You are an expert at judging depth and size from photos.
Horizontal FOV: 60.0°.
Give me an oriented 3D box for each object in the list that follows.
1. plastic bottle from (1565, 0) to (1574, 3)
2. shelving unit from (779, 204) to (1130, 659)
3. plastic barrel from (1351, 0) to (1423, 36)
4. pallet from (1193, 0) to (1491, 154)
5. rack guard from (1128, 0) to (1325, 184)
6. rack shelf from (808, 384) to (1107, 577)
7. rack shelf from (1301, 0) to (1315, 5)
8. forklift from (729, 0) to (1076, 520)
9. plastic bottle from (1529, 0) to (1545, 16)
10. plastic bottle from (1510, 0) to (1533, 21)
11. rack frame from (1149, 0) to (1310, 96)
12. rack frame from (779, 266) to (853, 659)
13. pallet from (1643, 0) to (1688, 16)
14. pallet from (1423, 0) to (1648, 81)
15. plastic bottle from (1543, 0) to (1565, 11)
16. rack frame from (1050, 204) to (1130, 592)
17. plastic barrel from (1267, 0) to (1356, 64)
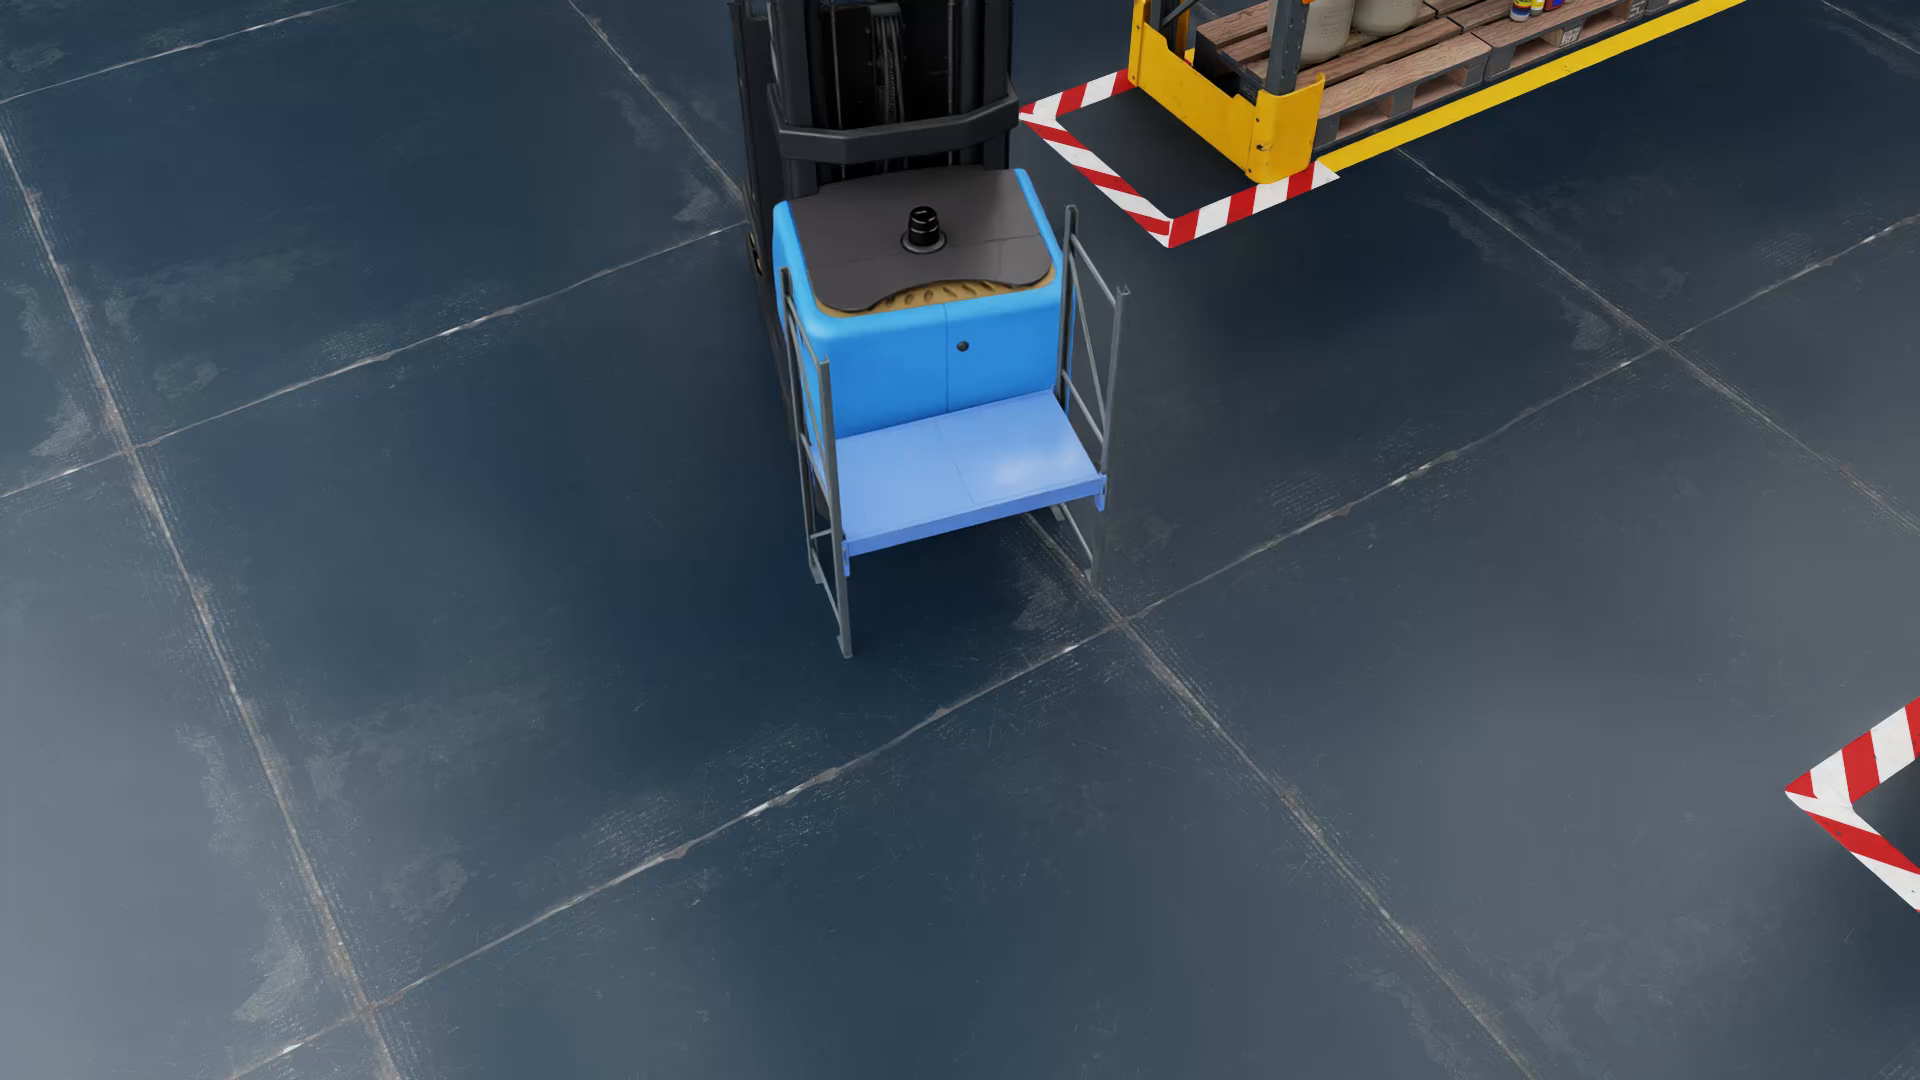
[{"bbox_3d":[3.279,-3.026,8.914,0.097,0.271,0.097,0,48,0],"label":"plastic bottle"},{"bbox_3d":[-0.022,-0.351,6.004,1.048,1.500,0.538,-14,50,-13],"label":"shelving unit"},{"bbox_3d":[2.230,-2.948,8.697,0.421,0.512,0.421,0,48,0],"label":"plastic barrel"},{"bbox_3d":[2.019,-2.578,8.850,1.213,0.211,1.003,-25,53,-21],"label":"pallet"},{"bbox_3d":[1.329,-2.354,8.457,0.348,0.500,1.175,-25,53,-21],"label":"rack guard"},{"bbox_3d":[-0.022,-0.232,6.138,1.000,0.185,0.538,-14,50,-13],"label":"rack shelf"},{"bbox_3d":[2.981,-3.683,8.448,4.000,0.370,1.077,-25,53,-21],"label":"rack shelf"},{"bbox_3d":[-0.389,-2.170,6.665,1.130,2.935,3.031,-10,49,-9],"label":"forklift"},{"bbox_3d":[3.077,-2.908,8.856,0.097,0.201,0.097,0,48,0],"label":"plastic bottle"},{"bbox_3d":[2.990,-2.890,8.793,0.097,0.271,0.097,0,48,0],"label":"plastic bottle"},{"bbox_3d":[1.290,-3.125,7.470,0.127,3.000,1.000,-25,53,-21],"label":"rack frame"},{"bbox_3d":[-0.503,-0.228,5.894,0.032,1.500,0.500,-14,50,-13],"label":"rack frame"},{"bbox_3d":[4.083,-3.550,9.716,1.213,0.211,1.003,-25,53,-21],"label":"pallet"},{"bbox_3d":[3.050,-3.061,9.280,1.213,0.211,1.003,-25,53,-21],"label":"pallet"},{"bbox_3d":[3.191,-2.973,8.858,0.133,0.283,0.061,-24,53,-20],"label":"plastic bottle"},{"bbox_3d":[0.459,-0.475,6.114,0.032,1.500,0.500,-14,50,-13],"label":"rack frame"},{"bbox_3d":[1.806,-2.748,8.519,0.421,0.512,0.421,0,48,0],"label":"plastic barrel"}]
